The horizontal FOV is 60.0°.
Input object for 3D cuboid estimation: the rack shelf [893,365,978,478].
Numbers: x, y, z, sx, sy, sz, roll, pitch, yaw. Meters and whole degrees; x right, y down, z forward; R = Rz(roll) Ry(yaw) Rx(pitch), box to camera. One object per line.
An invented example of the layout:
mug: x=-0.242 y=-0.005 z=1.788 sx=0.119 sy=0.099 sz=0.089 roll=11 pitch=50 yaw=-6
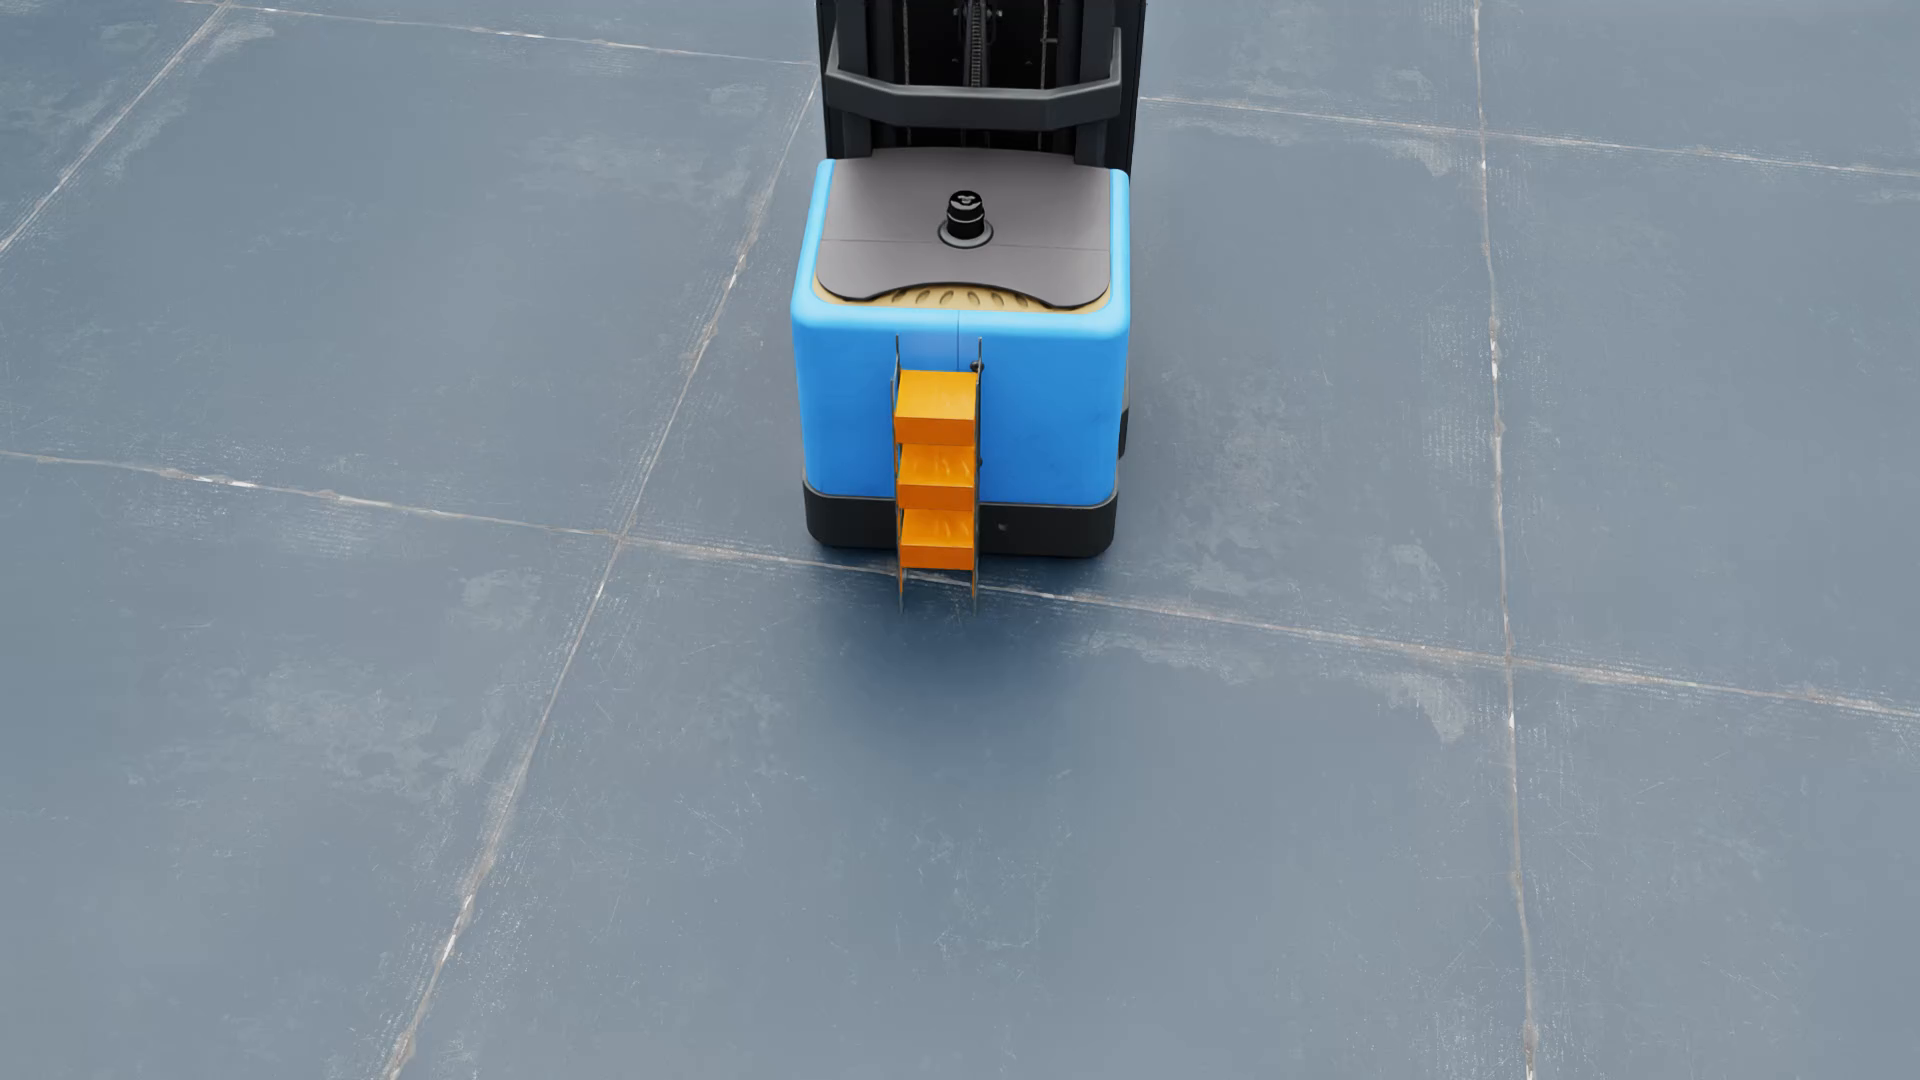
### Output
rack shelf: x=-0.068 y=-0.357 z=4.997 sx=0.240 sy=0.259 sz=0.215 roll=3 pitch=48 yaw=2

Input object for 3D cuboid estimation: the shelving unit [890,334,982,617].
shelving unit: x=-0.068 y=-0.174 z=5.201 sx=0.252 sy=1.050 sz=0.215 roll=3 pitch=48 yaw=2

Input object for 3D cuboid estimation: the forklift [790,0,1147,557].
forklift: x=0.084 y=-2.017 z=5.592 sx=1.130 sy=2.935 sz=3.031 roll=3 pitch=48 yaw=2

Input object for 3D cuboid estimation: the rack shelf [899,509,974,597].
rack shelf: x=-0.068 y=0.019 z=5.415 sx=0.240 sy=0.259 sz=0.215 roll=3 pitch=48 yaw=2

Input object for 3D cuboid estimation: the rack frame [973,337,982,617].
rack frame: x=0.054 y=-0.169 z=5.196 sx=0.008 sy=1.050 sz=0.200 roll=3 pitch=48 yaw=2

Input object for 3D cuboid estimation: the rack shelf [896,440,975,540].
rack shelf: x=-0.068 y=-0.167 z=5.208 sx=0.240 sy=0.259 sz=0.215 roll=3 pitch=48 yaw=2

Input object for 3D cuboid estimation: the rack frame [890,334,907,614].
rack frame: x=-0.190 y=-0.180 z=5.205 sx=0.008 sy=1.050 sz=0.200 roll=3 pitch=48 yaw=2
